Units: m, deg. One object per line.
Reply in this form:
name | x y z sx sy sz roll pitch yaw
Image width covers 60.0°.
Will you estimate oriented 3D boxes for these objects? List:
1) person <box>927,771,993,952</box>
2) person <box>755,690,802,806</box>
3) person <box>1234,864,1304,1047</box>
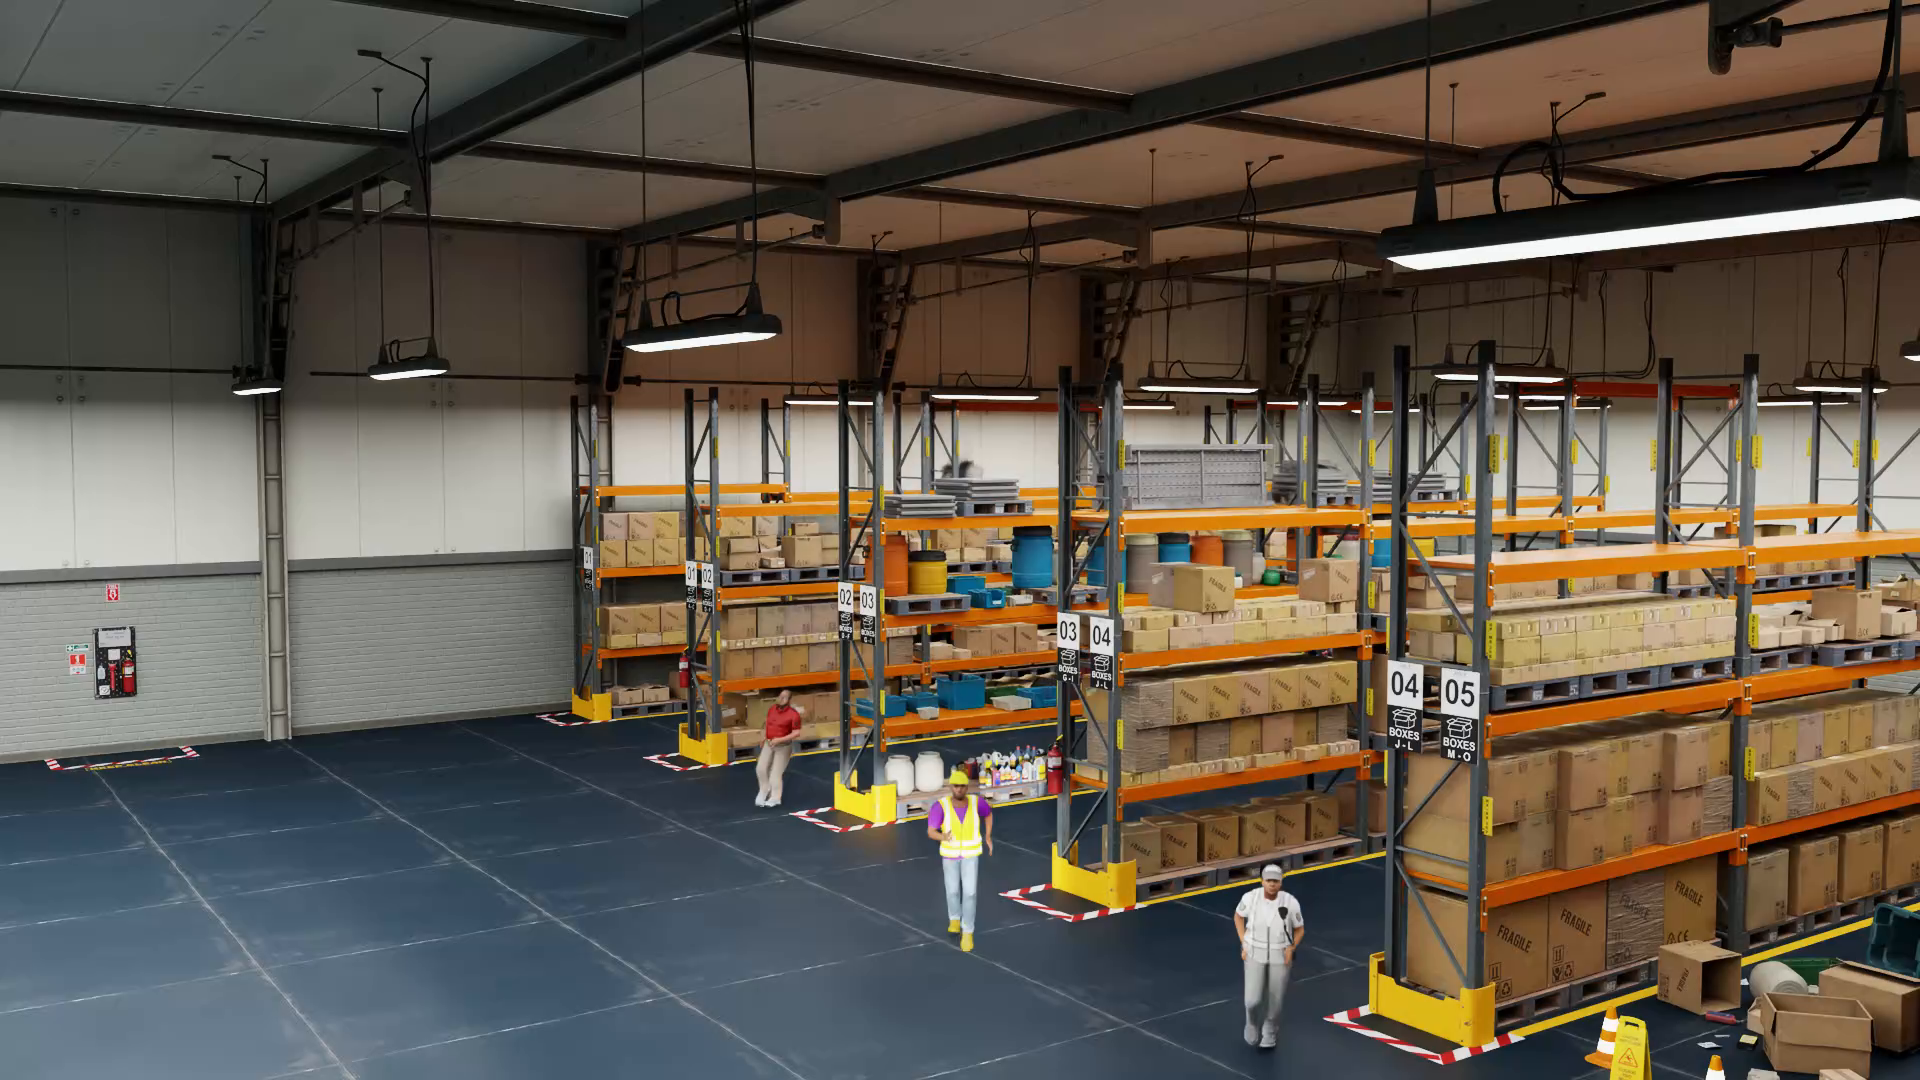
person | 0.000 3.259 17.012 0.668 1.823 0.849 0 3 1
person | -2.544 2.920 23.236 0.669 1.658 0.636 1 4 20
person | 2.599 3.518 13.991 0.582 1.596 0.606 1 3 10
